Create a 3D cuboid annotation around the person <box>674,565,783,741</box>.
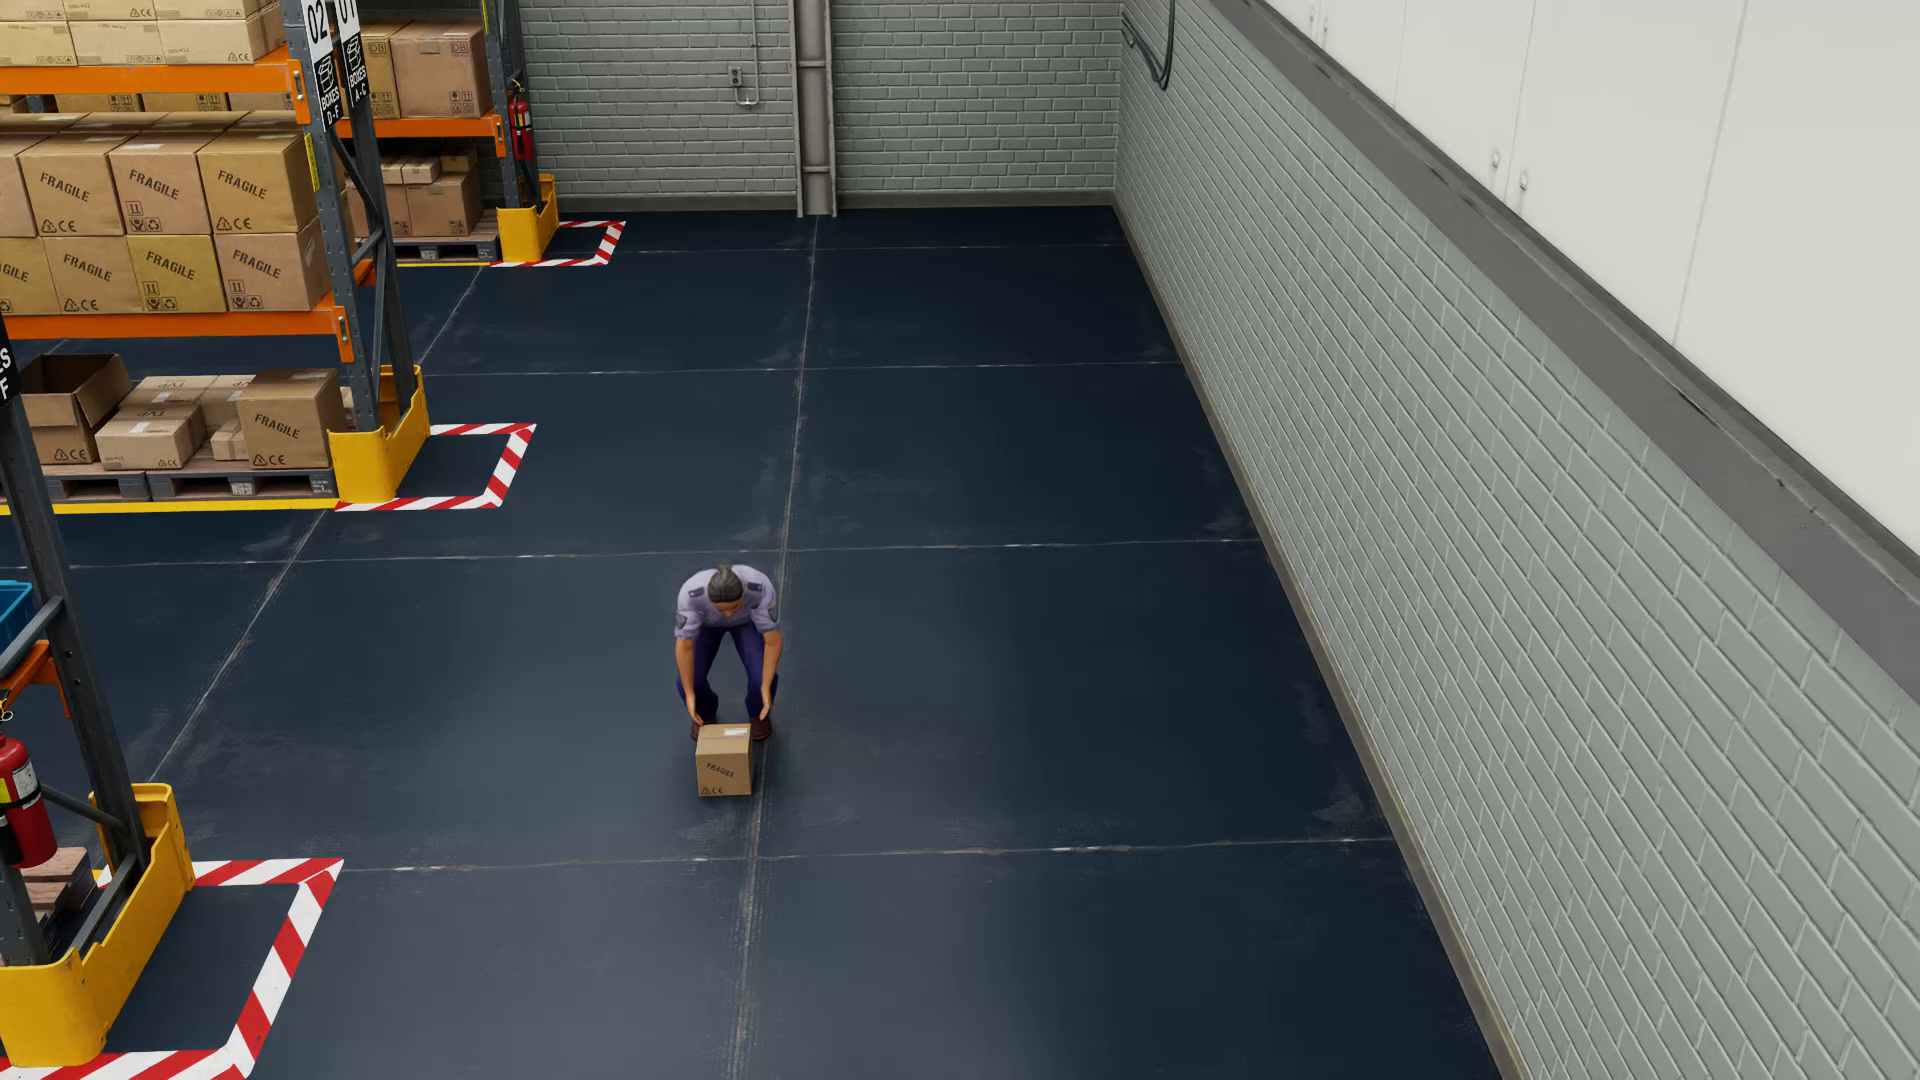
[{"bbox_3d":[-1.139,0.504,8.258,0.540,1.114,0.771,-1,28,-3],"label":"person"}]
